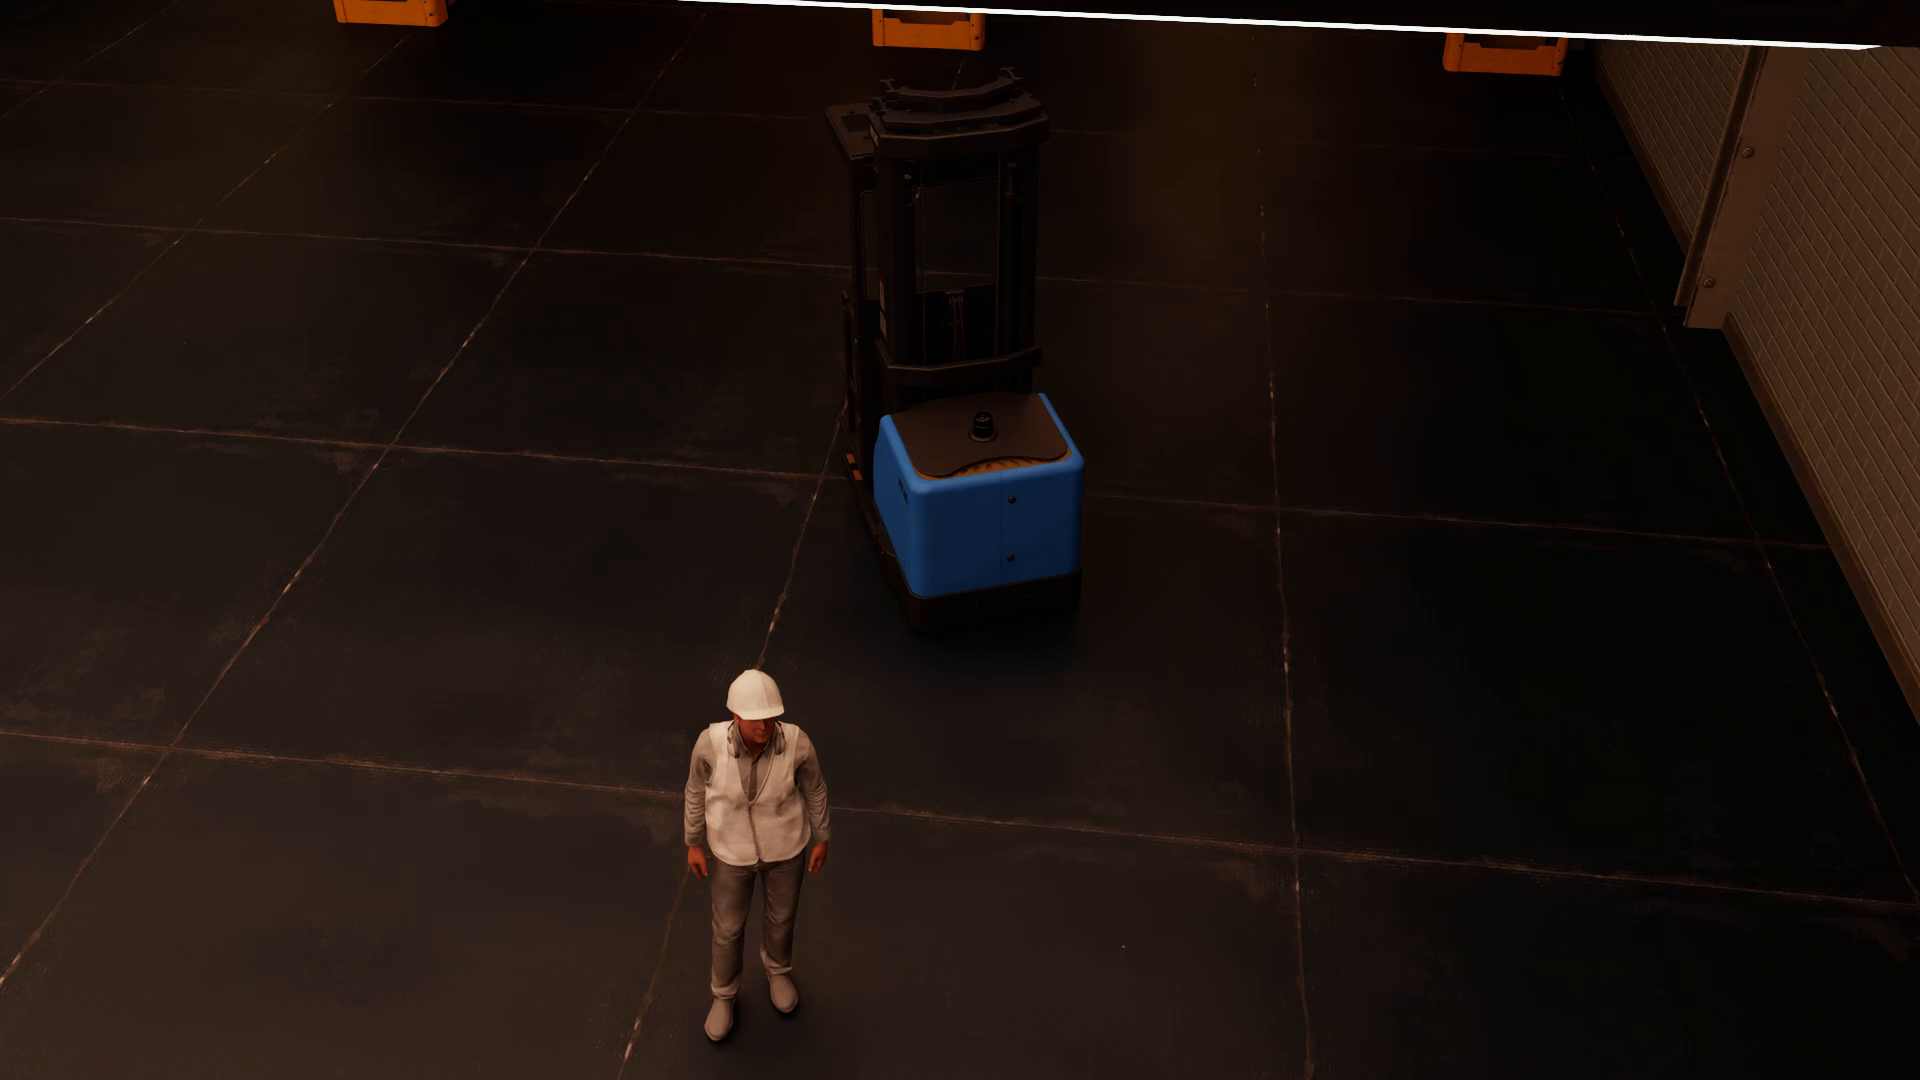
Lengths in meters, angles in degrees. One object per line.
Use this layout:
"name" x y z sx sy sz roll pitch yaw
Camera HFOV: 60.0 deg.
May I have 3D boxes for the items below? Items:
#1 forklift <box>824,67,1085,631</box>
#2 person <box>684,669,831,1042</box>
"forklift" -0.159 -1.528 10.103 1.130 2.935 3.031 -9 37 -12
"person" -0.866 1.351 7.160 0.632 1.773 0.569 -5 37 -7
